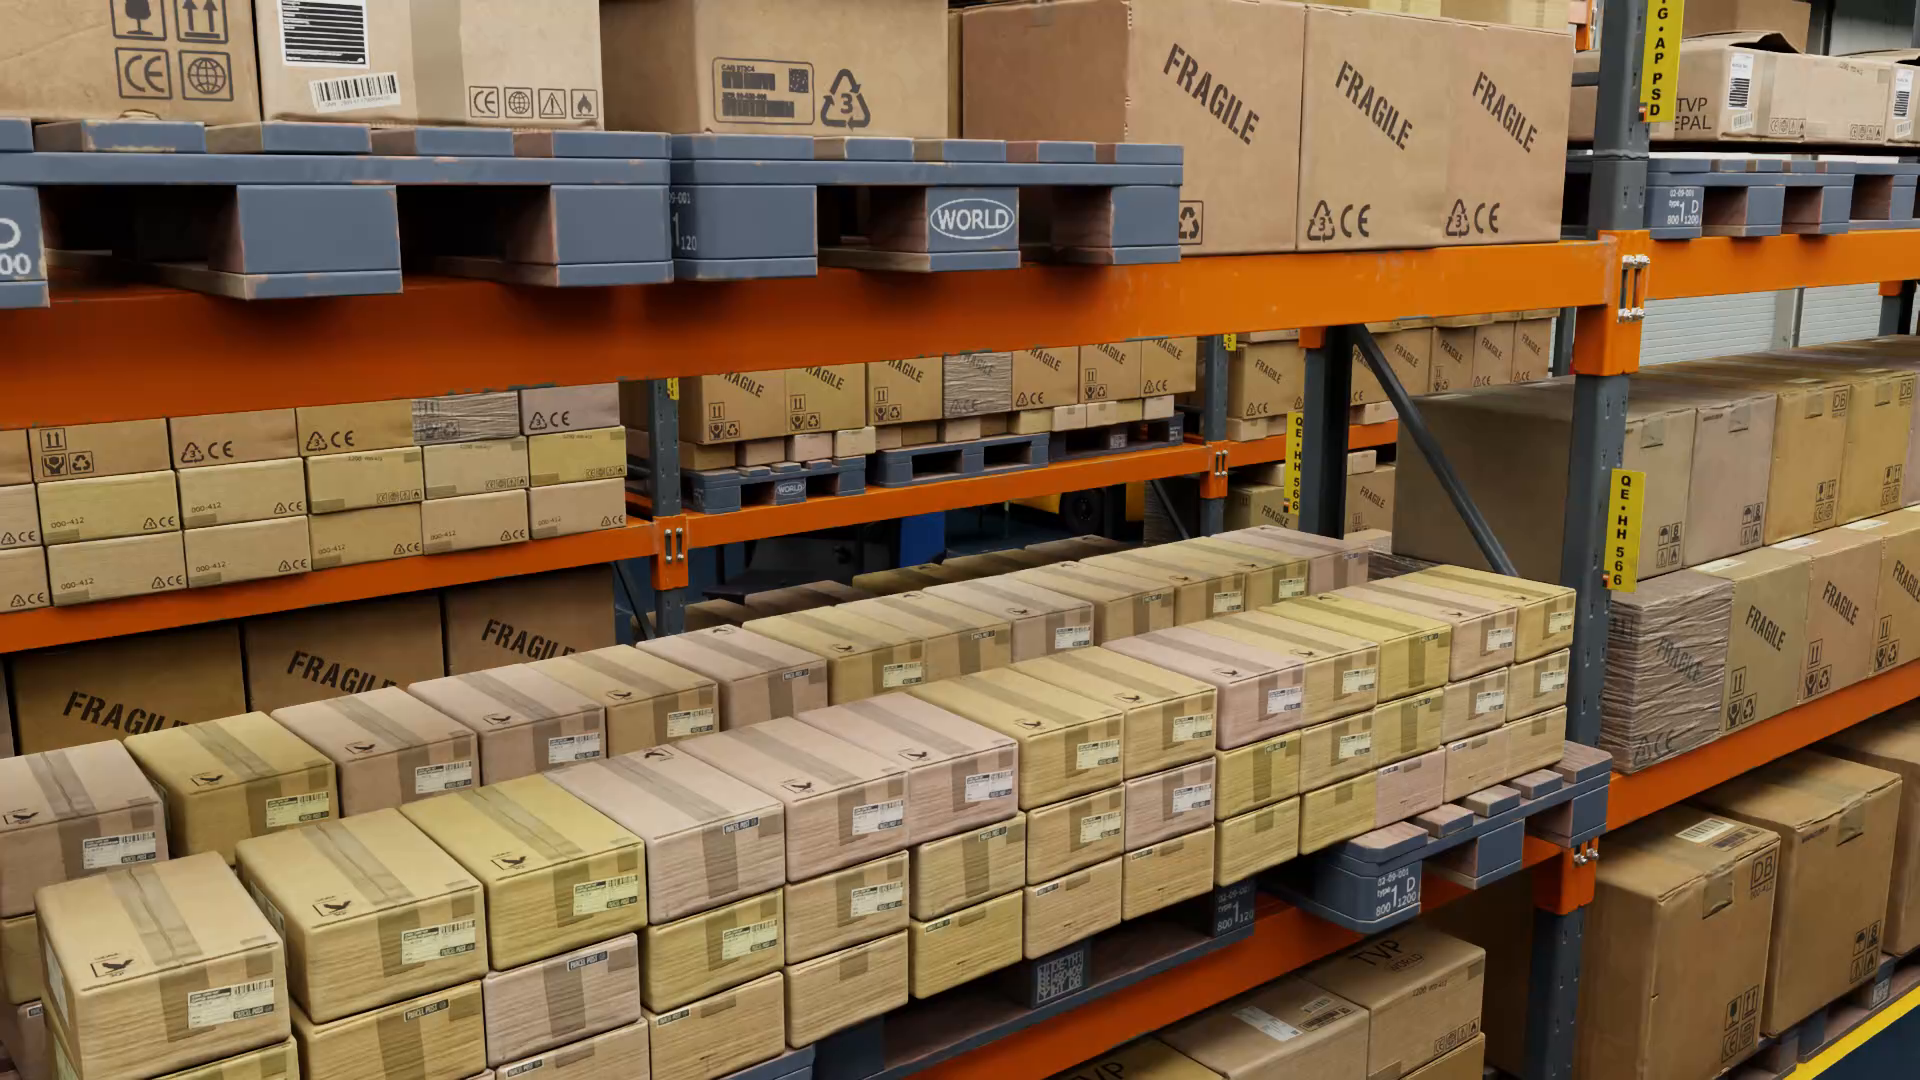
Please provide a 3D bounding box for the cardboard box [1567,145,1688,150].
[{"bbox_3d":[2.044,-1.445,5.455,0.500,0.311,0.500,-9,15,-38],"label":"cardboard box"}]

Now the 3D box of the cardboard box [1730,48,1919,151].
[{"bbox_3d":[2.911,-1.451,5.481,0.500,0.311,0.500,-10,15,-39],"label":"cardboard box"}]

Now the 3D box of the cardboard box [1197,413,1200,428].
[{"bbox_3d":[1.619,-0.894,11.720,0.250,0.149,0.380,-9,15,-36],"label":"cardboard box"}]

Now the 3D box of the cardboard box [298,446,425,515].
[{"bbox_3d":[-2.760,-0.303,7.492,0.500,0.250,0.500,-10,16,-39],"label":"cardboard box"}]

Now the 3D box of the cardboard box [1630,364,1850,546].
[{"bbox_3d":[2.566,-0.310,5.721,0.500,0.500,0.700,-10,15,-39],"label":"cardboard box"}]

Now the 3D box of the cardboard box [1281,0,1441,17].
[{"bbox_3d":[0.871,-1.310,3.772,0.258,0.266,0.396,-9,15,-38],"label":"cardboard box"}]

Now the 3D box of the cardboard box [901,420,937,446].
[{"bbox_3d":[-0.338,-0.646,9.543,0.250,0.149,0.380,-9,15,-35],"label":"cardboard box"}]

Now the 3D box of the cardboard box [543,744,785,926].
[{"bbox_3d":[-0.501,0.484,2.790,0.250,0.149,0.380,-10,15,-38],"label":"cardboard box"}]

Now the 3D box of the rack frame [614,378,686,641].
[{"bbox_3d":[-1.756,-0.373,8.663,0.127,3.000,1.000,-9,15,-38],"label":"rack frame"}]

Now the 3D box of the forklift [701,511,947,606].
[{"bbox_3d":[-1.035,-0.812,10.896,1.130,2.935,3.031,4,13,18],"label":"forklift"}]

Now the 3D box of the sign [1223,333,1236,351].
[{"bbox_3d":[1.717,-1.369,10.565,0.005,0.325,0.100,-9,15,-38],"label":"sign"}]

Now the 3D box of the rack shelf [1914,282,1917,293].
[{"bbox_3d":[6.101,-1.477,8.373,4.000,0.370,1.077,-9,15,-38],"label":"rack shelf"}]

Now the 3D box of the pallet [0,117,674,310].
[{"bbox_3d":[-1.159,-0.502,2.503,1.003,0.211,1.213,-9,15,-38],"label":"pallet"}]

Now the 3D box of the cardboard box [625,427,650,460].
[{"bbox_3d":[-1.647,-0.536,9.025,0.250,0.149,0.380,-9,15,-36],"label":"cardboard box"}]

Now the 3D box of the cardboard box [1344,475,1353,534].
[{"bbox_3d":[2.408,-0.223,11.762,0.500,0.500,0.500,-9,15,-35],"label":"cardboard box"}]

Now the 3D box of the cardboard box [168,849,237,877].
[{"bbox_3d":[-1.315,0.590,3.007,0.250,0.149,0.380,-9,15,-37],"label":"cardboard box"}]

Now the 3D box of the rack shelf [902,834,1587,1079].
[{"bbox_3d":[-0.146,1.028,3.796,4.000,0.370,1.077,-9,15,-38],"label":"rack shelf"}]

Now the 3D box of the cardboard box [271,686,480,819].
[{"bbox_3d":[-1.104,0.410,3.136,0.250,0.149,0.380,-10,16,-39],"label":"cardboard box"}]

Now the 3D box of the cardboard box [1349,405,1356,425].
[{"bbox_3d":[2.571,-0.905,11.772,0.250,0.149,0.380,-10,15,-38],"label":"cardboard box"}]

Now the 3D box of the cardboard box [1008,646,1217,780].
[{"bbox_3d":[0.308,0.349,3.426,0.250,0.149,0.380,-9,15,-35],"label":"cardboard box"}]

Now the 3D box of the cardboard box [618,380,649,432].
[{"bbox_3d":[-1.574,-0.877,9.068,0.500,0.500,0.500,-10,16,-39],"label":"cardboard box"}]

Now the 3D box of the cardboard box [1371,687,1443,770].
[{"bbox_3d":[0.903,0.396,3.918,0.250,0.149,0.380,-9,15,-36],"label":"cardboard box"}]

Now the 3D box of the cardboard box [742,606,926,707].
[{"bbox_3d":[-0.289,0.275,3.776,0.250,0.149,0.380,-10,15,-38],"label":"cardboard box"}]

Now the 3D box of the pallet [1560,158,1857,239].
[{"bbox_3d":[1.885,-1.050,5.086,1.003,0.211,1.213,-9,15,-35],"label":"pallet"}]

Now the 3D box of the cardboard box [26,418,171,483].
[{"bbox_3d":[-3.583,-0.537,6.790,0.500,0.500,0.500,-10,16,-39],"label":"cardboard box"}]

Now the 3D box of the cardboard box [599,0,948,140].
[{"bbox_3d":[-0.419,-0.966,2.977,0.637,0.503,0.797,-10,15,-38],"label":"cardboard box"}]

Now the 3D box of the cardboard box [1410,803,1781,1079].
[{"bbox_3d":[1.947,1.248,5.437,0.750,0.750,1.050,-10,15,-38],"label":"cardboard box"}]

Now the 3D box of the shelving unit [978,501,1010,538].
[{"bbox_3d":[0.005,-0.735,13.977,0.755,1.500,0.431,-9,15,-38],"label":"shelving unit"}]

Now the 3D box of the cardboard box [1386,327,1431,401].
[{"bbox_3d":[3.045,-1.299,12.067,0.500,0.500,0.500,-9,15,-37],"label":"cardboard box"}]

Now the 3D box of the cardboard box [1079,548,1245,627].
[{"bbox_3d":[0.531,0.138,4.417,0.250,0.149,0.380,-10,15,-38],"label":"cardboard box"}]

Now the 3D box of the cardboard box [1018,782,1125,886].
[{"bbox_3d":[0.107,0.528,3.298,0.250,0.149,0.380,-10,15,-39],"label":"cardboard box"}]

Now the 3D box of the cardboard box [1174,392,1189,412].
[{"bbox_3d":[1.560,-1.184,11.527,0.500,0.500,0.500,-10,16,-39],"label":"cardboard box"}]

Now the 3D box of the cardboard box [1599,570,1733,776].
[{"bbox_3d":[1.935,0.354,5.001,0.500,0.500,0.500,-9,15,-37],"label":"cardboard box"}]

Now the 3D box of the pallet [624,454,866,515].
[{"bbox_3d":[-1.266,-0.389,9.200,1.003,0.211,1.213,-9,15,-38],"label":"pallet"}]

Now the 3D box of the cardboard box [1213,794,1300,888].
[{"bbox_3d":[0.516,0.605,3.650,0.250,0.149,0.380,-10,16,-40],"label":"cardboard box"}]

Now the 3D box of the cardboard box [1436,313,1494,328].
[{"bbox_3d":[3.495,-1.845,12.234,0.500,0.500,0.700,-10,15,-38],"label":"cardboard box"}]

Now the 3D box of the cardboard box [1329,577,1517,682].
[{"bbox_3d":[1.122,0.214,4.063,0.250,0.149,0.380,-10,15,-38],"label":"cardboard box"}]

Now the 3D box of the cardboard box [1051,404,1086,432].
[{"bbox_3d":[0.546,-0.759,10.073,0.250,0.149,0.380,-9,15,-37],"label":"cardboard box"}]

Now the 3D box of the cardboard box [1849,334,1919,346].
[{"bbox_3d":[4.155,-0.575,6.966,0.500,0.500,0.700,-10,15,-39],"label":"cardboard box"}]

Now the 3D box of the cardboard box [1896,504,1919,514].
[{"bbox_3d":[3.509,0.091,6.237,0.500,0.500,0.500,-9,15,-37],"label":"cardboard box"}]

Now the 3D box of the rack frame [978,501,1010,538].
[{"bbox_3d":[0.291,-0.782,14.201,0.023,1.500,0.400,-9,15,-38],"label":"rack frame"}]

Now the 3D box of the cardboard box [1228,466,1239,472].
[{"bbox_3d":[2.058,-0.306,12.150,0.500,0.500,0.500,-9,15,-37],"label":"cardboard box"}]

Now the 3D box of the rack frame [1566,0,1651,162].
[{"bbox_3d":[1.416,-2.518,4.320,0.127,3.000,1.000,-9,15,-38],"label":"rack frame"}]

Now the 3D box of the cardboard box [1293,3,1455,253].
[{"bbox_3d":[0.746,-0.917,3.763,0.500,0.500,0.500,-9,15,-38],"label":"cardboard box"}]

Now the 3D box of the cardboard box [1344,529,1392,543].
[{"bbox_3d":[2.503,0.245,9.947,0.500,0.500,0.500,-9,15,-38],"label":"cardboard box"}]

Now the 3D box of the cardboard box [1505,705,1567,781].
[{"bbox_3d":[1.318,0.473,4.274,0.250,0.149,0.380,-9,15,-37],"label":"cardboard box"}]

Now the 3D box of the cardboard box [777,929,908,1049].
[{"bbox_3d":[-0.307,0.743,3.003,0.250,0.149,0.380,-10,16,-40],"label":"cardboard box"}]

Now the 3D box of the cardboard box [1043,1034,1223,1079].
[{"bbox_3d":[0.251,1.329,3.848,0.500,0.250,0.500,-9,15,-36],"label":"cardboard box"}]

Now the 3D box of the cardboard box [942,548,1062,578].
[{"bbox_3d":[0.401,0.350,10.572,0.625,0.372,0.950,-8,15,-34],"label":"cardboard box"}]

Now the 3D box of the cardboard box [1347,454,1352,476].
[{"bbox_3d":[2.533,-0.543,11.704,0.250,0.149,0.380,-9,15,-35],"label":"cardboard box"}]

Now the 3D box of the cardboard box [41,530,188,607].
[{"bbox_3d":[-3.557,0.074,6.920,0.500,0.250,0.500,-10,15,-38],"label":"cardboard box"}]

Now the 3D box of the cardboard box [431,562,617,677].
[{"bbox_3d":[-2.347,0.537,8.481,0.875,0.875,0.875,-10,15,-38],"label":"cardboard box"}]

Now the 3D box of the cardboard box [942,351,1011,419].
[{"bbox_3d":[-0.051,-0.996,9.629,0.500,0.500,0.500,-10,16,-40],"label":"cardboard box"}]

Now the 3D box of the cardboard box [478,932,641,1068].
[{"bbox_3d":[-0.710,0.664,2.658,0.250,0.149,0.380,-9,15,-36],"label":"cardboard box"}]

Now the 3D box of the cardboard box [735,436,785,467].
[{"bbox_3d":[-1.144,-0.499,8.849,0.250,0.149,0.380,-11,16,-41],"label":"cardboard box"}]

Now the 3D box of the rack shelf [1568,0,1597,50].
[{"bbox_3d":[2.930,-3.732,11.781,4.000,0.370,1.077,-9,15,-38],"label":"rack shelf"}]

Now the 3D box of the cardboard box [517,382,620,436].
[{"bbox_3d":[-1.996,-0.801,8.033,0.500,0.500,0.500,-10,16,-39],"label":"cardboard box"}]

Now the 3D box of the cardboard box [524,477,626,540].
[{"bbox_3d":[-1.988,-0.192,8.171,0.500,0.250,0.500,-10,16,-40],"label":"cardboard box"}]
